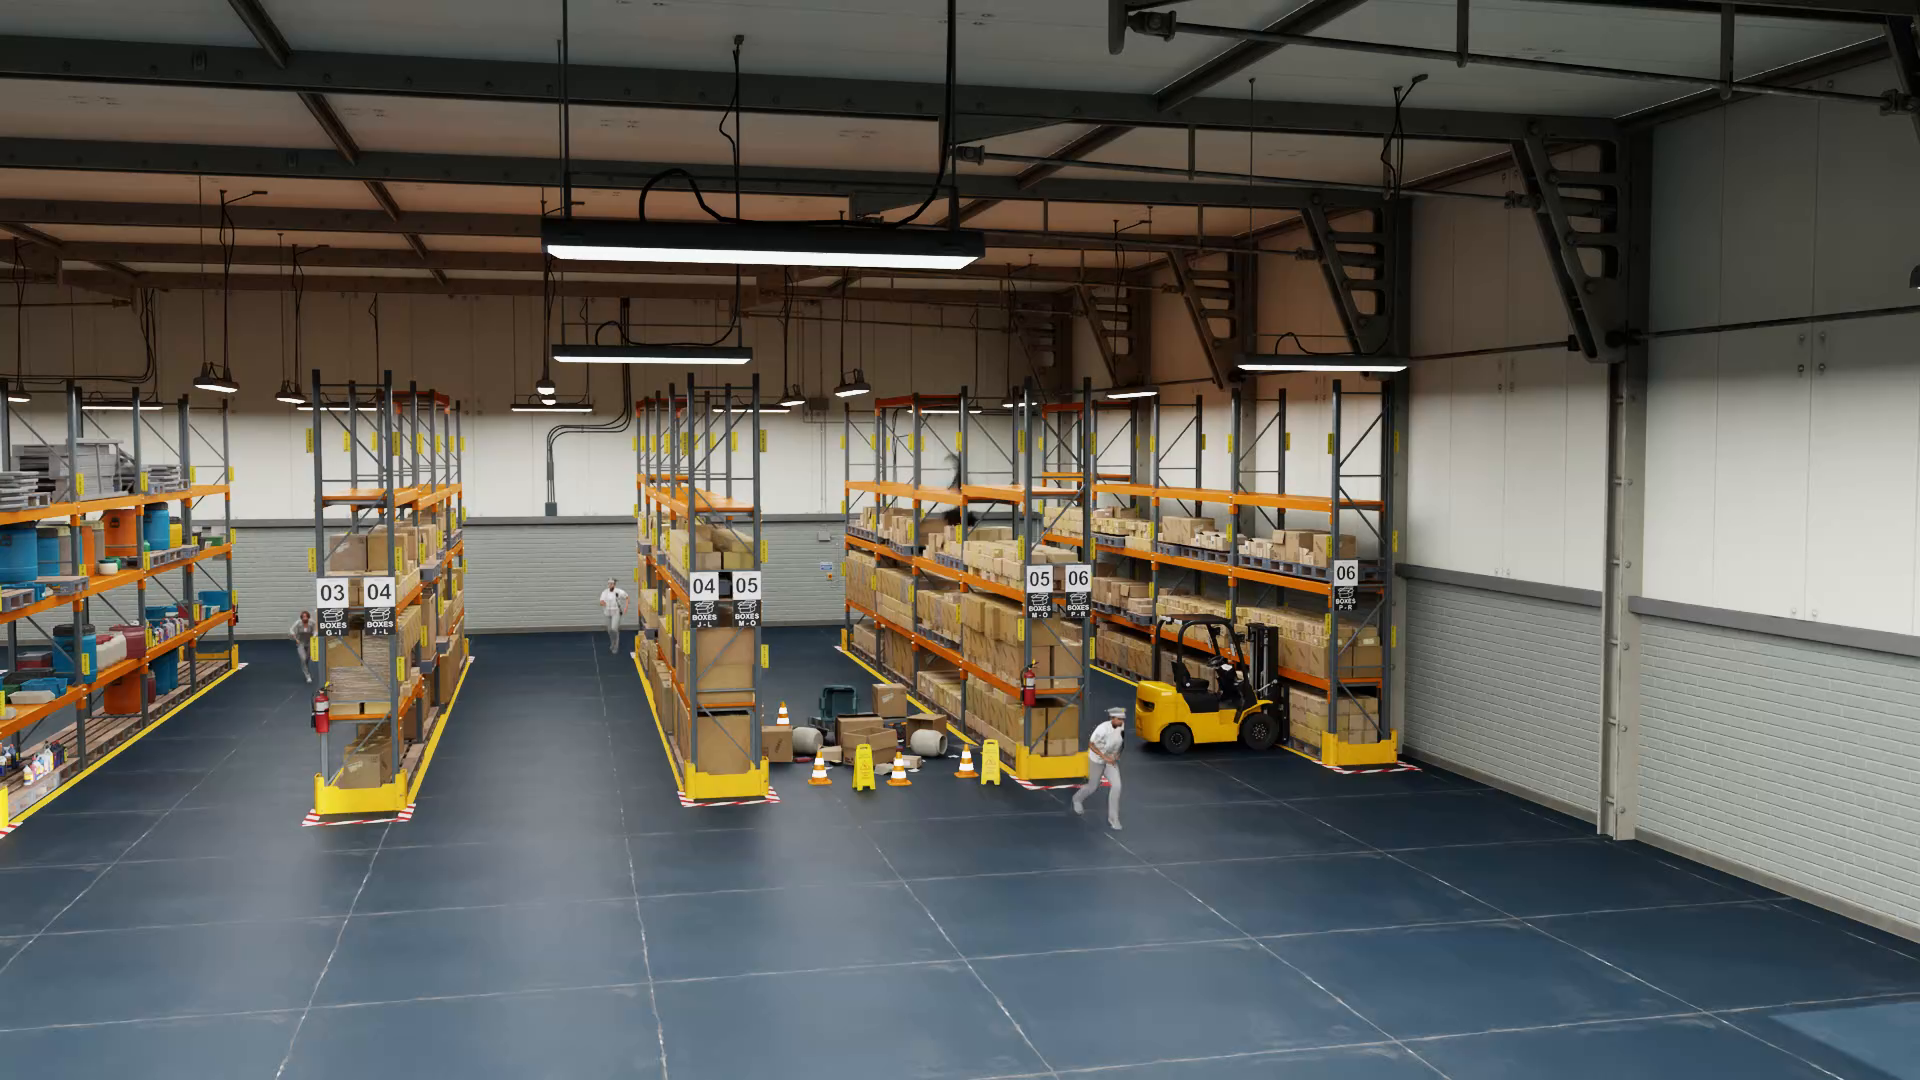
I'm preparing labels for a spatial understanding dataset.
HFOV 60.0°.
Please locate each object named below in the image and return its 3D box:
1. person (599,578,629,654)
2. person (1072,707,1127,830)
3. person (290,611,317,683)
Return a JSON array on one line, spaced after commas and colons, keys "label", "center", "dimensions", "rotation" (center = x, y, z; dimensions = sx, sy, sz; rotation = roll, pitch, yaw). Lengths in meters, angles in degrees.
[{"label": "person", "center": [-8.338, 1.826, 40.009], "dimensions": [0.676, 1.867, 0.790], "rotation": [1, 3, 11]}, {"label": "person", "center": [1.840, 2.965, 21.945], "dimensions": [0.611, 1.624, 0.982], "rotation": [-3, 4, -39]}, {"label": "person", "center": [-13.834, 2.254, 35.077], "dimensions": [0.543, 1.511, 0.847], "rotation": [-1, 4, -23]}]
